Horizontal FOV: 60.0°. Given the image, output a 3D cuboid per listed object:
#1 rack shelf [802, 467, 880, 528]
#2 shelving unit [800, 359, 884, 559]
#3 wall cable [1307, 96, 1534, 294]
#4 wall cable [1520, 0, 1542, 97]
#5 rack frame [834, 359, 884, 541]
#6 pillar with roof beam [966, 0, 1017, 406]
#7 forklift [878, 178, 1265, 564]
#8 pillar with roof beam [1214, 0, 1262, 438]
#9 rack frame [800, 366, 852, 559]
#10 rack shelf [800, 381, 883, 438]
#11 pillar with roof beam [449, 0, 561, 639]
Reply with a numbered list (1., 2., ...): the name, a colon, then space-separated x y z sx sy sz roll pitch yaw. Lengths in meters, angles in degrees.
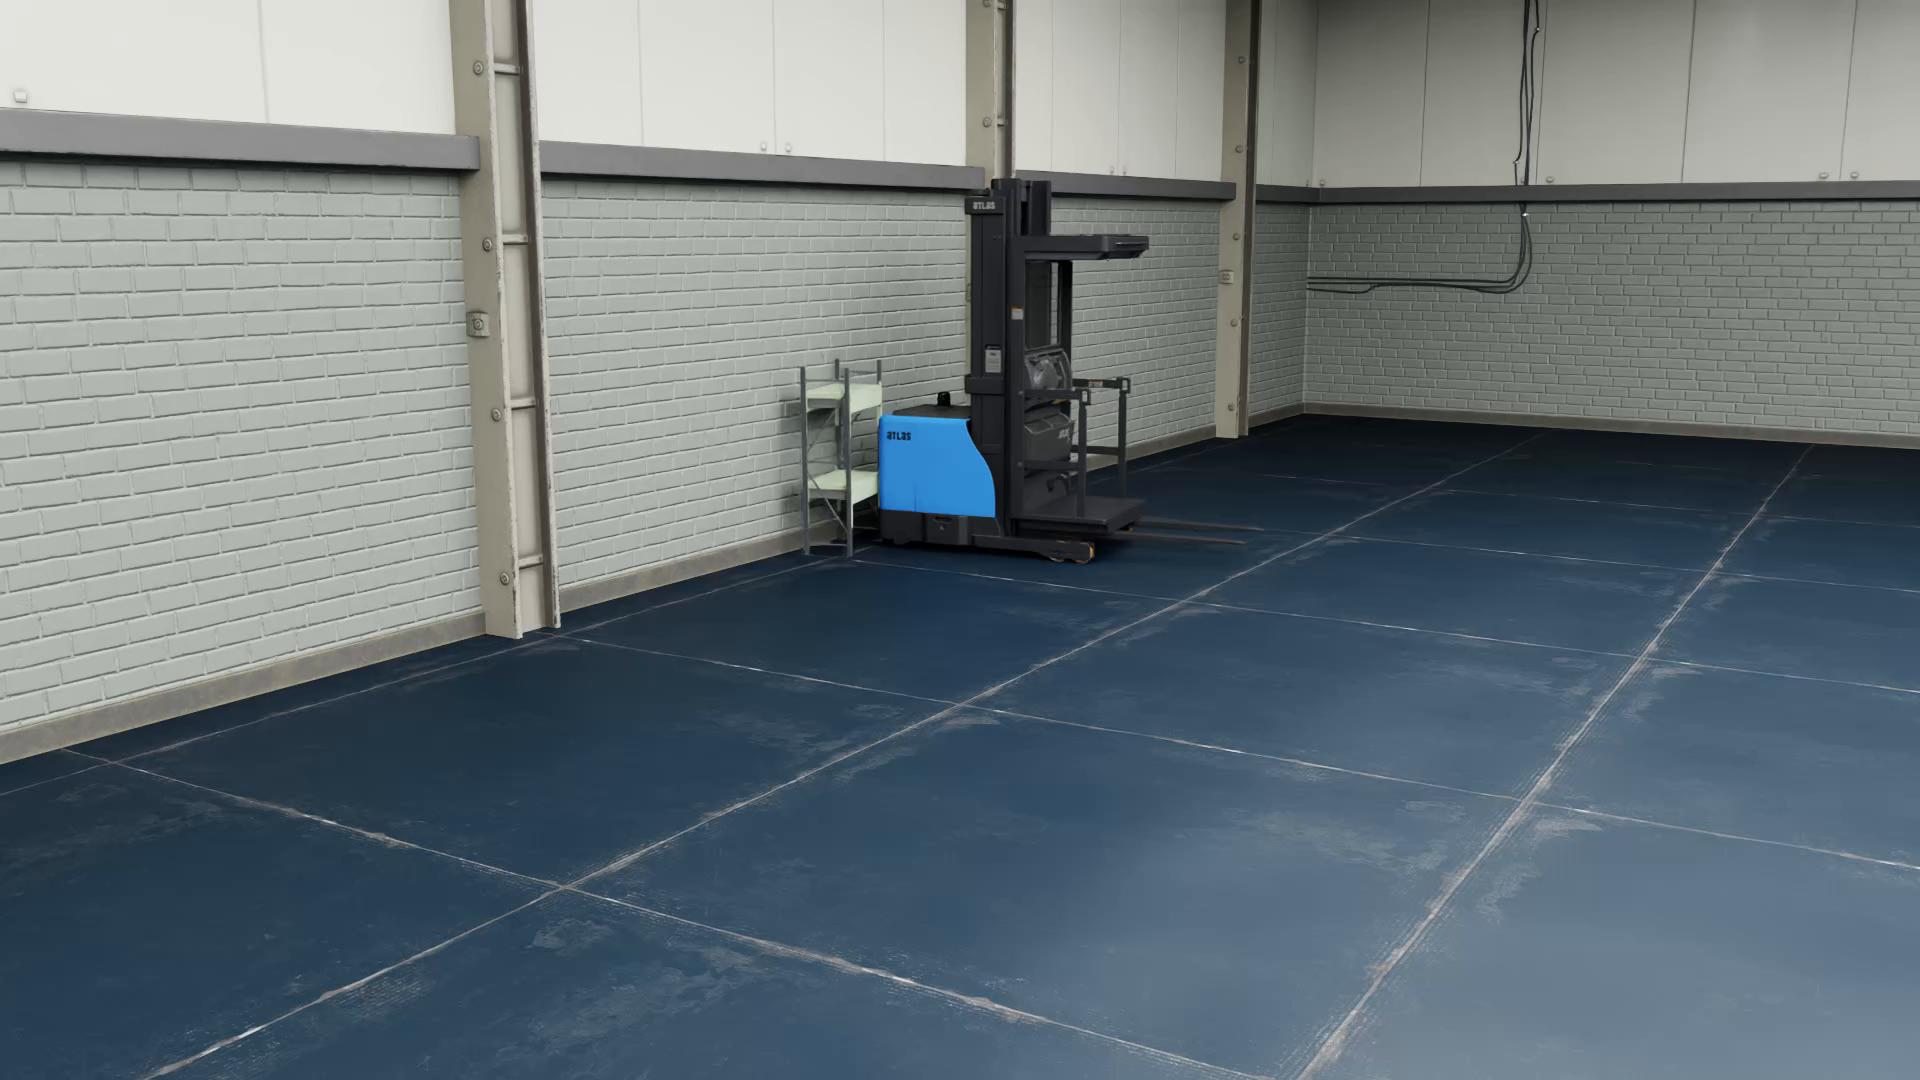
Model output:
1. rack shelf: -0.937 -0.350 13.415 0.431 0.370 0.720 3 12 17
2. shelving unit: -0.938 -0.670 13.353 0.431 1.500 0.755 3 12 17
3. wall cable: 6.055 -4.541 22.106 3.097 2.526 0.112 6 12 31
4. wall cable: 8.367 -6.765 20.261 3.097 2.526 0.112 6 12 31
5. rack frame: -0.830 -0.737 13.696 0.400 1.500 0.023 3 12 17
6. pillar with roof beam: 3.960 -4.375 12.783 9.100 9.000 0.400 6 12 31
7. forklift: 0.892 -1.365 13.196 3.031 2.935 1.130 5 12 23
8. pillar with roof beam: 7.075 -5.319 17.823 9.100 9.000 0.400 6 12 31
9. rack frame: -1.045 -0.602 13.009 0.400 1.500 0.023 3 12 17
10. rack shelf: -0.939 -1.053 13.278 0.431 0.370 0.720 3 12 17
11. pillar with roof beam: 0.845 -3.431 7.743 9.100 9.000 0.400 6 12 31
